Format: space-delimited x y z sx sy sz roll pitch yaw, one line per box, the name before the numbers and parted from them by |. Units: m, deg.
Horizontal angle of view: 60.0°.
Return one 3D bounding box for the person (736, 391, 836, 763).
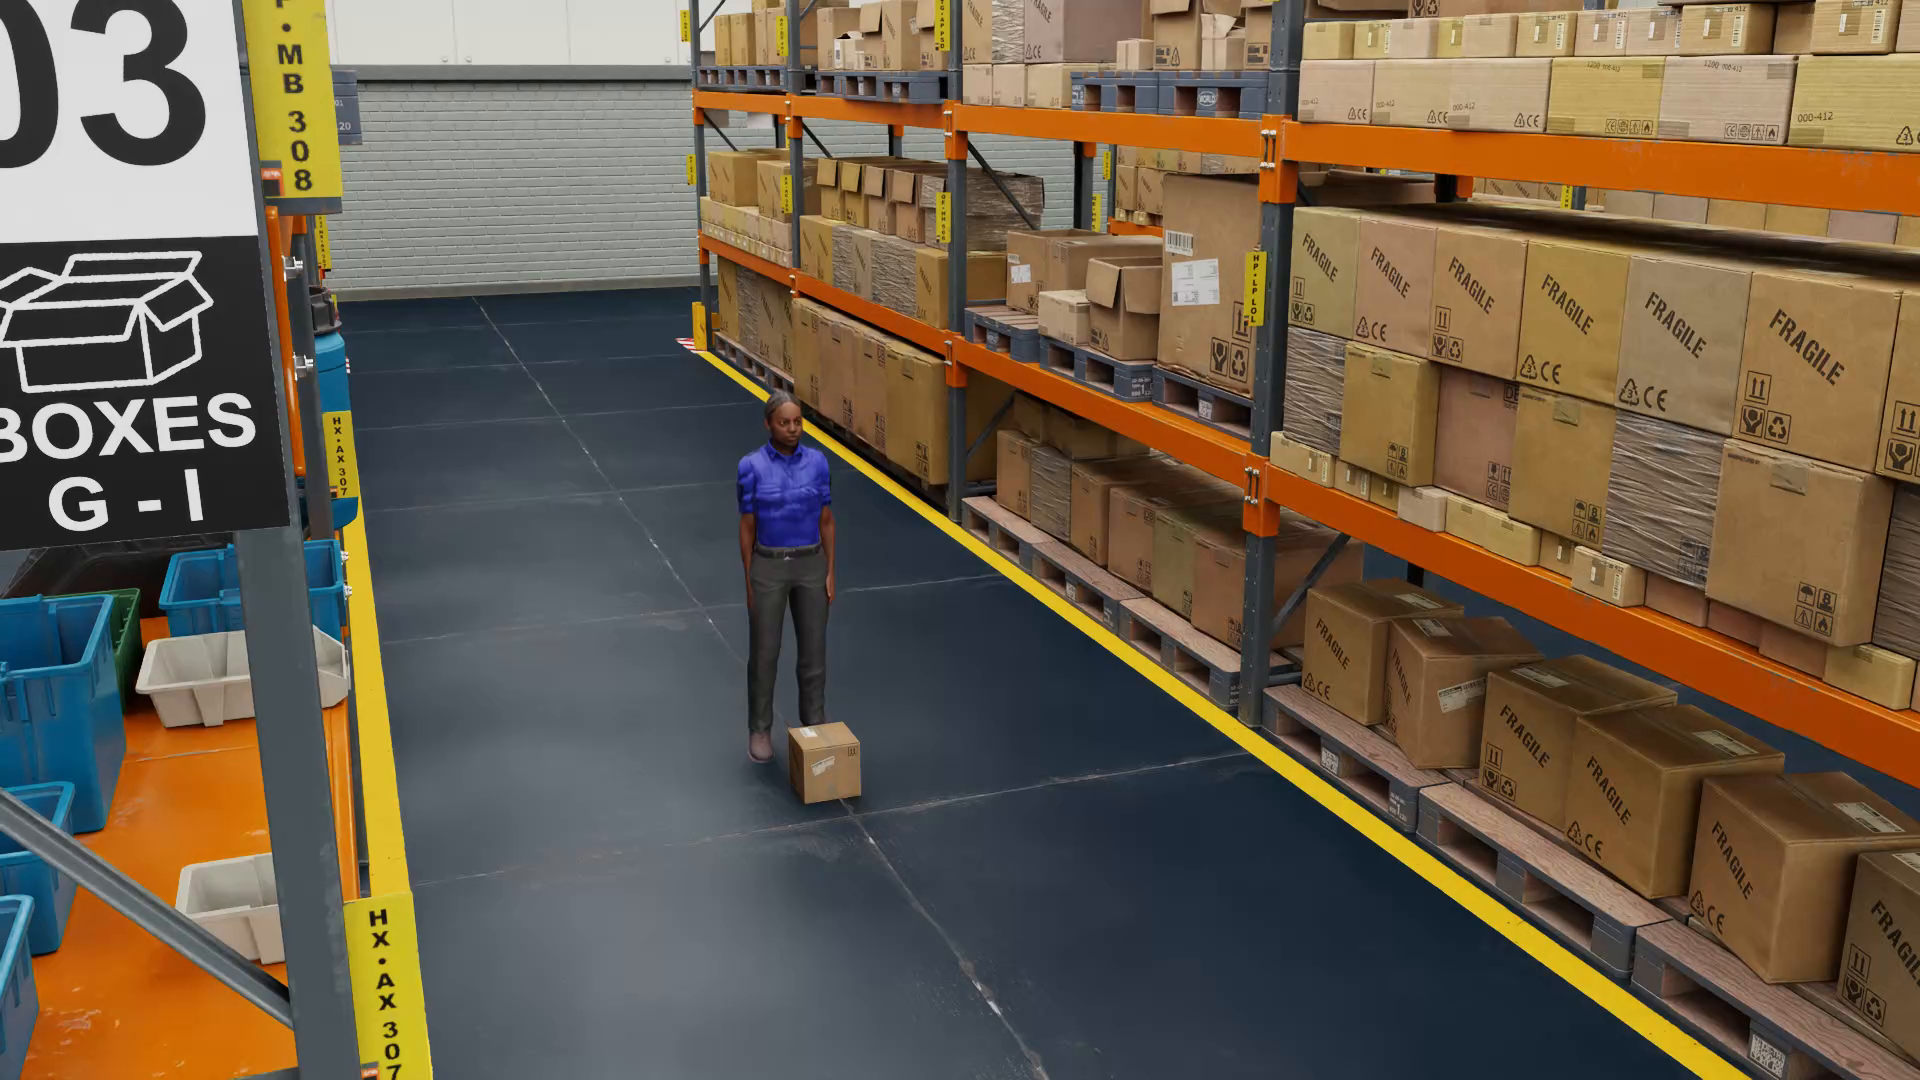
person | -0.770 0.164 7.466 0.446 1.678 0.302 -5 17 -19
